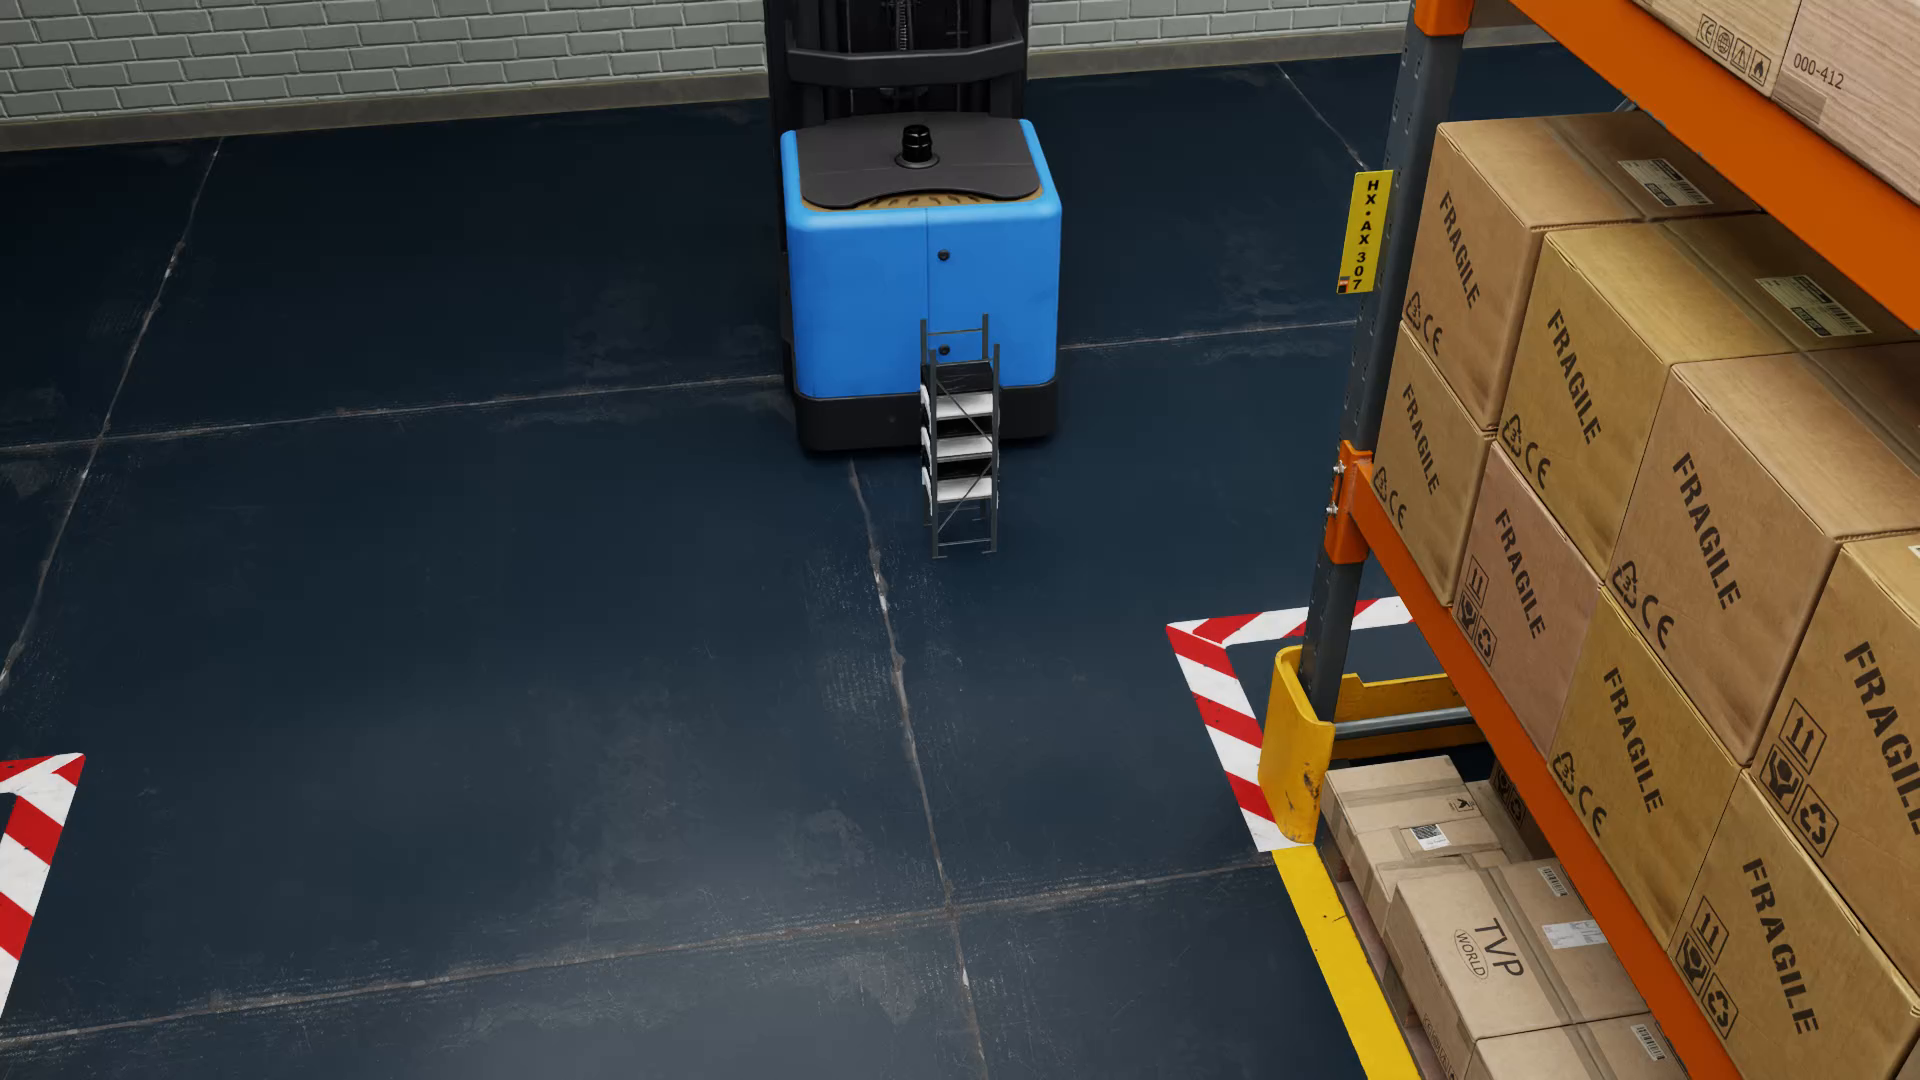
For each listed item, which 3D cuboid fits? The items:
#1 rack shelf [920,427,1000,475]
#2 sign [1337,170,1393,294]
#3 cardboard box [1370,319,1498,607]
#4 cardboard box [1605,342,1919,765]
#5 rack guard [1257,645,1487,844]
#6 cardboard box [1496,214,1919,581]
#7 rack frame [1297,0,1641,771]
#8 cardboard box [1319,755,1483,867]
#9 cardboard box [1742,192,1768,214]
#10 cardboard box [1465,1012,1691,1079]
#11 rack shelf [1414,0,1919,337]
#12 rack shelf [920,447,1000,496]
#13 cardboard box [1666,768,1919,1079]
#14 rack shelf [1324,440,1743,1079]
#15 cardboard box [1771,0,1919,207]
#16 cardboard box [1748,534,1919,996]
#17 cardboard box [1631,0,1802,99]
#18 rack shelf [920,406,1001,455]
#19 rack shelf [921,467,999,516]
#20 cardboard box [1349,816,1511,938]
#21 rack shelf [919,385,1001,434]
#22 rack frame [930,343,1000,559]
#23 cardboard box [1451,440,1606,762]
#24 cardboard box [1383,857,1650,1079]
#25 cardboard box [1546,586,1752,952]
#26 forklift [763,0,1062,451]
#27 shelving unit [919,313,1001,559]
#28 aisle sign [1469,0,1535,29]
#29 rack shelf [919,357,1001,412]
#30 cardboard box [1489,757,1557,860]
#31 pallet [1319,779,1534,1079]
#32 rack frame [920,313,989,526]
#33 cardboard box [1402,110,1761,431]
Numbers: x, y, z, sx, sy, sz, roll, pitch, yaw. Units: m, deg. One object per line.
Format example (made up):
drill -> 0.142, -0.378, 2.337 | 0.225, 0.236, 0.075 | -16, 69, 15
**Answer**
rack shelf -> -0.001, -0.334, 6.001 | 0.258, 0.077, 0.200 | -6, 38, -8
sign -> 0.991, -0.749, 4.064 | 0.100, 0.325, 0.005 | -6, 38, -8
cardboard box -> 1.344, -0.209, 3.993 | 0.500, 0.500, 0.500 | -5, 38, -7
cardboard box -> 1.526, 0.014, 2.891 | 0.500, 0.500, 0.500 | -6, 38, -7
rack guard -> 1.539, 0.567, 5.113 | 1.175, 0.500, 0.348 | -6, 38, -8
cardboard box -> 1.443, -0.289, 3.281 | 0.500, 0.500, 0.500 | -6, 38, -7
rack frame -> 1.526, -0.466, 4.405 | 1.000, 3.000, 0.127 | -6, 38, -8
cardboard box -> 1.261, 0.776, 4.771 | 0.380, 0.149, 0.250 | -6, 38, -8
cardboard box -> 1.874, -0.661, 3.759 | 0.500, 0.500, 0.500 | -7, 38, -8
cardboard box -> 1.517, 1.409, 3.874 | 0.500, 0.250, 0.500 | -6, 38, -8
rack shelf -> 1.876, -0.158, 2.150 | 1.077, 0.370, 4.000 | -6, 38, -8
rack shelf -> -0.001, -0.263, 6.056 | 0.258, 0.077, 0.200 | -6, 38, -8
cardboard box -> 1.611, 0.708, 2.813 | 0.500, 0.500, 0.500 | -6, 38, -7
rack shelf -> 1.876, 1.026, 3.071 | 1.077, 0.370, 4.000 | -6, 38, -8
cardboard box -> 1.530, -0.648, 2.317 | 0.500, 0.250, 0.500 | -6, 38, -8
cardboard box -> 1.616, 0.320, 2.496 | 0.500, 0.500, 0.500 | -7, 38, -8
cardboard box -> 1.440, -0.950, 2.705 | 0.500, 0.250, 0.500 | -6, 38, -8
rack shelf -> -0.001, -0.405, 5.945 | 0.258, 0.077, 0.200 | -6, 38, -8
rack shelf -> -0.001, -0.192, 6.111 | 0.258, 0.077, 0.200 | -6, 38, -8
cardboard box -> 1.305, 0.920, 4.572 | 0.380, 0.166, 0.250 | -6, 38, -8
rack shelf -> -0.001, -0.476, 5.890 | 0.258, 0.077, 0.200 | -6, 38, -8
rack frame -> 0.016, -0.299, 5.901 | 0.240, 0.900, 0.006 | -6, 38, -8
cardboard box -> 1.440, 0.102, 3.592 | 0.500, 0.500, 0.500 | -7, 38, -8
cardboard box -> 1.429, 1.107, 4.263 | 0.500, 0.250, 0.500 | -6, 38, -8
cardboard box -> 1.525, 0.405, 3.202 | 0.500, 0.500, 0.500 | -6, 38, -8
forklift -> -0.290, -2.405, 6.957 | 1.130, 2.935, 3.031 | -4, 38, -5
shelving unit -> -0.001, -0.360, 5.980 | 0.258, 0.900, 0.210 | -6, 38, -8
aisle sign -> 1.225, -1.502, 3.620 | 0.394, 0.787, 0.004 | -6, 38, -8
rack shelf -> -0.001, -0.547, 5.835 | 0.258, 0.077, 0.200 | -6, 38, -8
cardboard box -> 1.863, 0.649, 4.648 | 0.500, 0.500, 0.500 | -6, 38, -8
pallet -> 1.680, 1.163, 4.582 | 1.003, 0.211, 1.213 | -6, 38, -8
rack frame -> -0.019, -0.422, 6.059 | 0.240, 0.900, 0.006 | -6, 38, -8
cardboard box -> 1.344, -0.604, 3.686 | 0.500, 0.500, 0.500 | -5, 38, -7
